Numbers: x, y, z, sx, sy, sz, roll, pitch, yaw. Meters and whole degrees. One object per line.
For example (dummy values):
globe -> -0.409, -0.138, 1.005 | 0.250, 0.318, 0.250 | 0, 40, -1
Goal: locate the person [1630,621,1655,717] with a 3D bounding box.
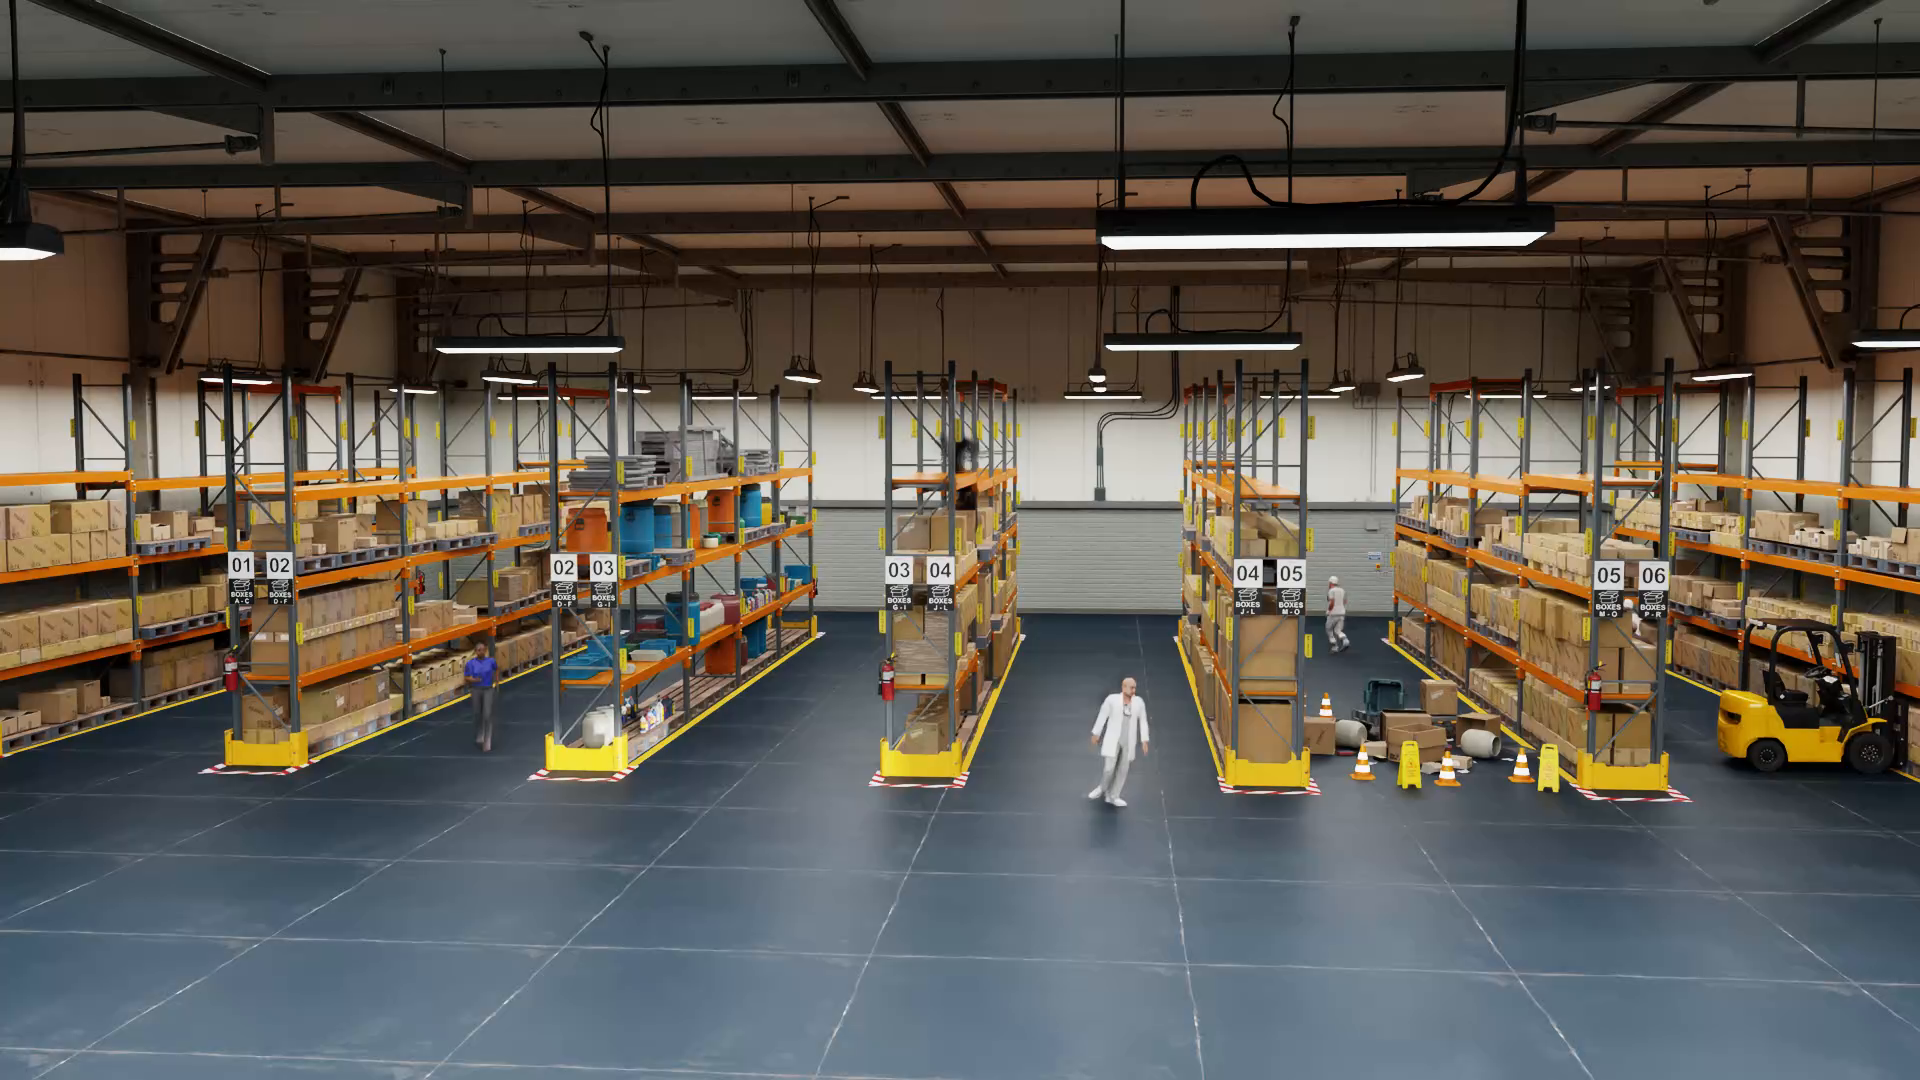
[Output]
person -> 11.561, 2.270, 28.379 | 0.696, 1.741, 0.942 | 0, 4, -6

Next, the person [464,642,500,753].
person -> -7.514, 2.457, 26.144 | 0.520, 1.715, 0.847 | -1, 4, -12

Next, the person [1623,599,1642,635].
person -> 12.949, 2.020, 32.120 | 0.651, 1.747, 0.976 | -1, 4, -10

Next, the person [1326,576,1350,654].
person -> 8.465, 1.698, 37.029 | 0.640, 1.759, 0.784 | -2, 4, -26

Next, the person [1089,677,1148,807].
person -> 2.107, 2.680, 22.160 | 0.722, 1.748, 0.569 | -1, 4, -13
